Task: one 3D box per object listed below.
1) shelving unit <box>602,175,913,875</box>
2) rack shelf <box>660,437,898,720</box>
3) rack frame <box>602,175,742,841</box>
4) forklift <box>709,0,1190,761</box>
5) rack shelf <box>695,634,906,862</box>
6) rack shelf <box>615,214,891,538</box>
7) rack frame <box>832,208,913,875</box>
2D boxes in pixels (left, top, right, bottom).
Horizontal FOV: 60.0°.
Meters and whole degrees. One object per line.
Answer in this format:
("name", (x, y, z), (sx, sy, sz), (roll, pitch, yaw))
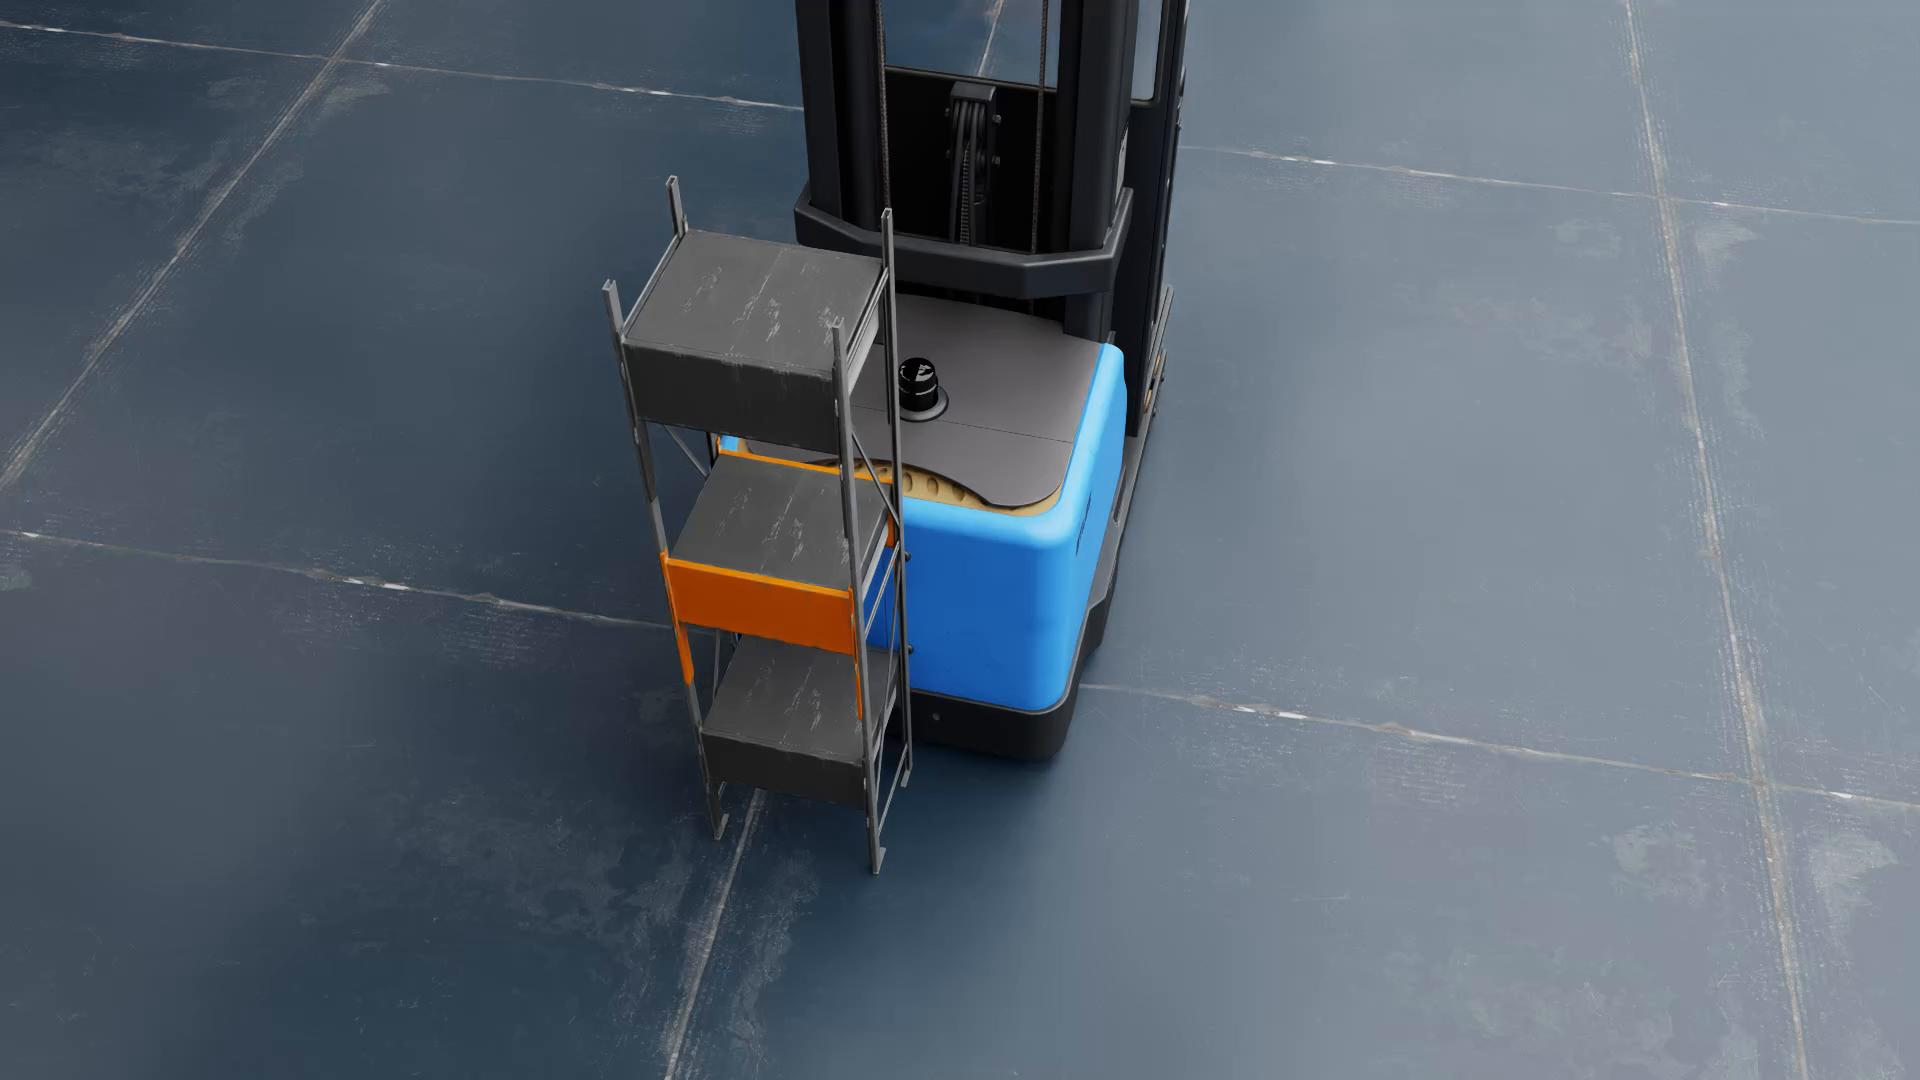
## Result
("shelving unit", (-0.437, 0.091, 4.256), (0.503, 2.100, 0.431), (10, 49, 9))
("rack shelf", (-0.437, 0.101, 4.266), (0.480, 0.518, 0.431), (10, 49, 9))
("rack frame", (-0.674, 0.048, 4.295), (0.015, 2.100, 0.400), (10, 49, 9))
("forklift", (0.149, -1.430, 5.065), (1.130, 2.935, 3.031), (10, 49, 9))
("rack shelf", (-0.437, 0.568, 4.787), (0.480, 0.518, 0.431), (10, 49, 9))
("rack shelf", (-0.437, -0.367, 3.746), (0.480, 0.518, 0.431), (10, 49, 9))
("rack frame", (-0.200, 0.135, 4.217), (0.015, 2.100, 0.400), (10, 49, 9))
